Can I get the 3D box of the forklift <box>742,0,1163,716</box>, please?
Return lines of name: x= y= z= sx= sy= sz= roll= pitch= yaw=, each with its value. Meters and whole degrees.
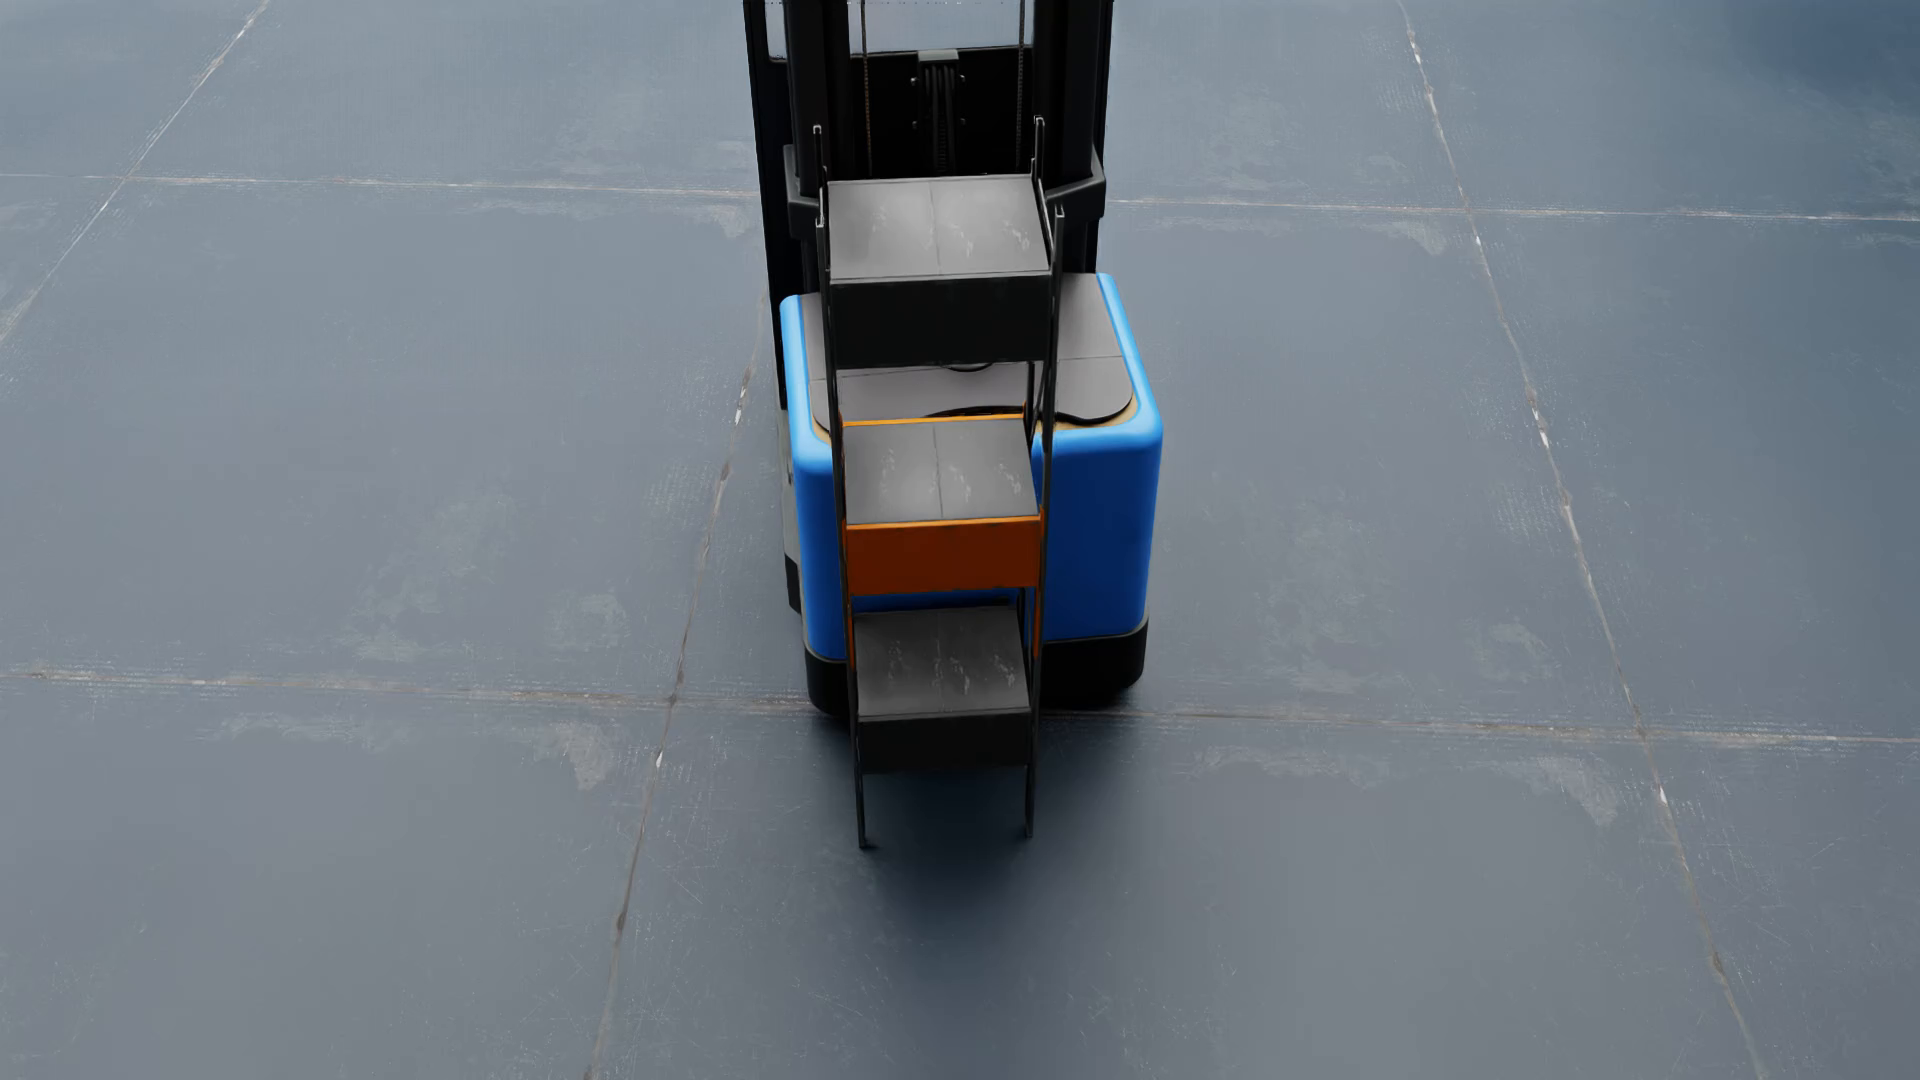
forklift: x=-0.124 y=-1.543 z=5.256 sx=1.130 sy=2.935 sz=3.031 roll=-5 pitch=43 yaw=-5

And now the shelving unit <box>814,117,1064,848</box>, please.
shelving unit: x=-0.054 y=-0.021 z=4.228 sx=0.503 sy=2.100 sz=0.431 roll=-3 pitch=44 yaw=-3

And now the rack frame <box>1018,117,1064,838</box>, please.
rack frame: x=0.189 y=-0.034 z=4.241 sx=0.015 sy=2.100 sz=0.400 roll=-3 pitch=44 yaw=-3

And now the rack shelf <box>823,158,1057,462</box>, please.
rack shelf: x=-0.054 y=-0.517 z=3.753 sx=0.480 sy=0.518 sz=0.431 roll=-3 pitch=44 yaw=-3

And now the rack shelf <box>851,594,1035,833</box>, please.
rack shelf: x=-0.054 y=0.495 z=4.721 sx=0.480 sy=0.518 sz=0.431 roll=-3 pitch=44 yaw=-3

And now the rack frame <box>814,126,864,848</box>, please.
rack frame: x=-0.297 y=-0.009 z=4.214 sx=0.015 sy=2.100 sz=0.400 roll=-3 pitch=44 yaw=-3

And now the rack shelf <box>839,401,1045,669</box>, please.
rack shelf: x=-0.054 y=-0.011 z=4.237 sx=0.480 sy=0.518 sz=0.431 roll=-3 pitch=44 yaw=-3
